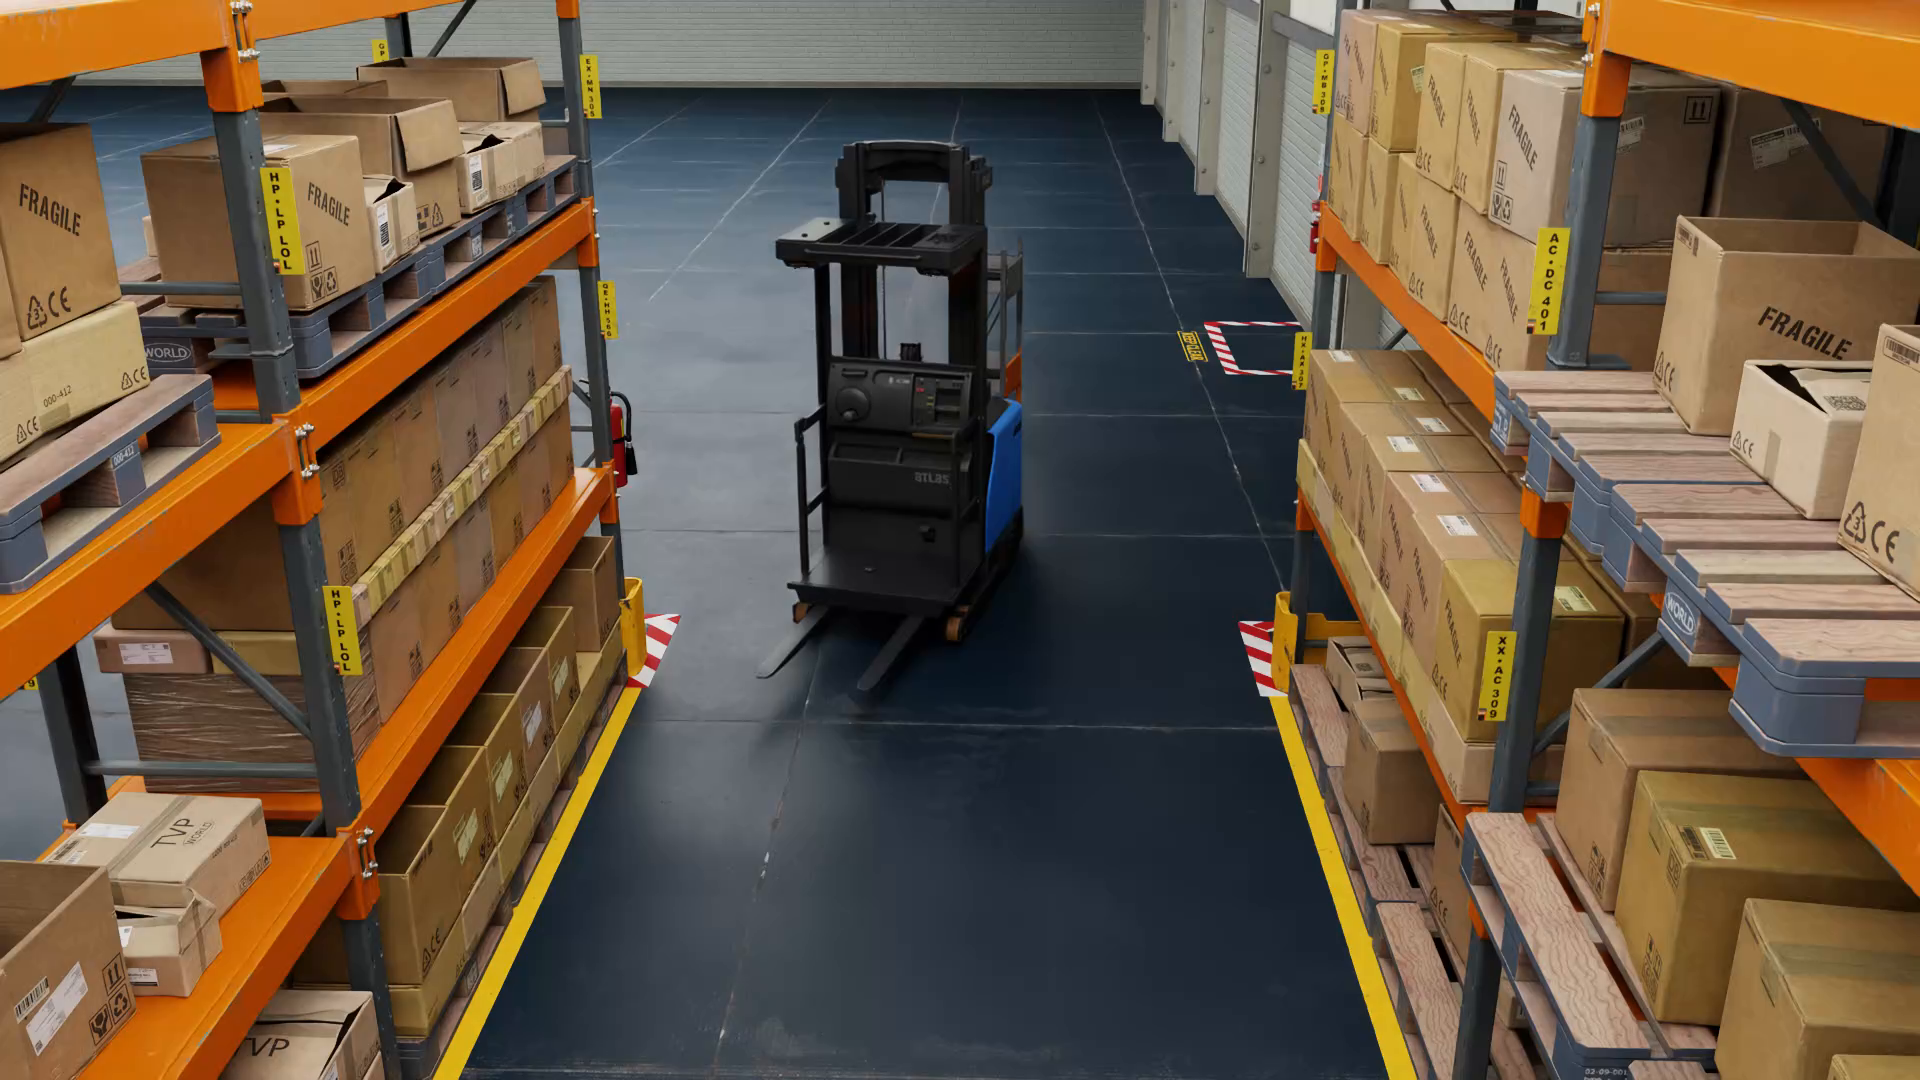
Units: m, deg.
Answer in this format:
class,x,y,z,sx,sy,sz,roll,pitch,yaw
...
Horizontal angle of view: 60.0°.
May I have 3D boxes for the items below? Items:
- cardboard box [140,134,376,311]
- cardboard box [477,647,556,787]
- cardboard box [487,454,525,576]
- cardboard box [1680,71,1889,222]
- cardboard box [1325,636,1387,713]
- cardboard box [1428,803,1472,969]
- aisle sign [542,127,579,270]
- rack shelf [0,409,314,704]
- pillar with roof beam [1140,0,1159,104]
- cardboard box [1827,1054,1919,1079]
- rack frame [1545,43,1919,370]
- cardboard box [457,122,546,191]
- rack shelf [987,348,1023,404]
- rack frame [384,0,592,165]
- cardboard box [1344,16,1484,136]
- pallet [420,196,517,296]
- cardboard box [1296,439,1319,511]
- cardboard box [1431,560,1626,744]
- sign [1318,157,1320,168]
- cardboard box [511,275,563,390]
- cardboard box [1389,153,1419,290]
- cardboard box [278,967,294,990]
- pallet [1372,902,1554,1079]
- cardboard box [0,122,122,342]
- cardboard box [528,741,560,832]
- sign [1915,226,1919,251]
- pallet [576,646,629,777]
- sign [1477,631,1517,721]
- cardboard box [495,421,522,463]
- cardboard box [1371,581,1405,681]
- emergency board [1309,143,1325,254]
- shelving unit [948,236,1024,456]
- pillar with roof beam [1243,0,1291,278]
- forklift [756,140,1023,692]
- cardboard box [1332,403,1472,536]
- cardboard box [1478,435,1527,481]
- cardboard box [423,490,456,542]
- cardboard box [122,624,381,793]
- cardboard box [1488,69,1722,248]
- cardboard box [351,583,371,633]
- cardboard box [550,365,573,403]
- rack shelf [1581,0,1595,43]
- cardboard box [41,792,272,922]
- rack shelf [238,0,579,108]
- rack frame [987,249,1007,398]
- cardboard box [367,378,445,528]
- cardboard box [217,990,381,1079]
class,x,y,z,sx,sy,sz,roll,pitch,yaw
cardboard box,-2.346,-1.078,5.602,0.500,0.500,0.500,2,21,6
cardboard box,-2.254,0.837,7.909,0.500,0.500,0.500,1,21,2
cardboard box,-2.562,-0.148,8.125,0.700,0.500,0.500,1,21,2
cardboard box,2.628,-1.234,5.369,0.500,0.500,0.500,1,21,3
cardboard box,2.338,0.712,9.157,0.500,0.311,0.500,-2,21,-4
cardboard box,2.319,1.445,7.006,0.500,0.500,0.500,-1,21,-2
aisle sign,-2.207,-1.872,9.112,0.394,0.787,0.004,1,21,2
rack shelf,-2.685,0.467,3.526,1.077,0.370,4.000,1,21,2
pillar with roof beam,-0.098,-14.015,35.708,9.100,9.000,0.400,1,21,2
cardboard box,2.225,1.434,3.440,0.700,0.500,0.500,1,21,2
rack frame,2.327,-1.937,4.580,1.000,3.000,0.127,1,21,2
cardboard box,-2.274,-1.810,7.832,0.500,0.250,0.500,1,21,2
rack shelf,0.186,-1.085,11.961,0.431,0.518,0.480,6,22,14
rack frame,-2.503,-3.436,8.445,1.000,3.000,0.127,1,21,2
cardboard box,2.129,-2.189,7.829,0.500,0.500,0.500,0,21,1
pallet,-2.584,-1.299,7.205,1.003,0.211,1.213,1,21,2
cardboard box,2.117,-0.353,8.971,0.500,0.250,0.500,0,21,0
cardboard box,2.032,0.397,6.002,0.500,0.500,0.500,1,21,1
sign,3.699,-3.847,17.015,0.001,0.109,0.331,1,21,2
cardboard box,-2.531,-1.103,8.793,0.700,0.500,0.500,1,21,2
cardboard box,2.130,-1.347,7.041,0.500,0.500,0.500,2,21,5
cardboard box,-2.829,1.723,6.662,0.500,0.250,0.500,1,21,2
pallet,2.312,1.917,6.797,1.003,0.211,1.213,1,21,2
cardboard box,-2.683,-0.844,4.502,0.500,0.500,0.500,1,21,2
cardboard box,-2.257,1.187,8.045,0.500,0.250,0.500,1,21,2
sign,2.882,-0.958,4.946,0.100,0.325,0.005,1,21,2
pallet,-2.484,0.938,9.320,1.003,0.211,1.213,1,21,2
sign,1.785,0.453,5.517,0.100,0.325,0.005,1,21,2
cardboard box,-2.356,-0.475,8.072,0.380,0.149,0.250,1,21,3
cardboard box,2.062,0.384,7.072,0.500,0.250,0.500,1,21,1
emergency board,3.588,-3.386,16.609,0.194,1.169,0.643,1,21,2
shelving unit,0.186,-1.098,11.956,0.431,2.100,0.503,6,22,14
pillar with roof beam,-0.646,-7.506,18.935,9.100,9.000,0.400,1,21,2
forklift,-0.435,-0.879,10.244,1.130,2.935,3.031,6,22,14
cardboard box,2.087,-0.340,7.903,0.500,0.500,0.500,0,21,0
cardboard box,2.595,-0.151,7.415,0.500,0.500,0.500,1,21,2
cardboard box,-2.388,-0.103,7.113,0.380,0.149,0.250,0,21,0
cardboard box,-2.617,0.600,6.198,0.700,0.500,0.500,0,21,0
cardboard box,2.071,-1.244,5.395,0.500,0.500,0.500,-1,21,-3
cardboard box,-2.415,0.272,6.146,0.380,0.149,0.250,1,21,2
cardboard box,-2.324,-0.848,9.033,0.380,0.149,0.250,0,21,1
rack shelf,2.388,-2.323,6.575,1.077,0.370,4.000,1,21,2
cardboard box,-2.596,1.055,5.369,0.500,0.250,0.500,2,21,5
rack shelf,-2.564,-2.191,6.783,1.077,0.370,4.000,1,21,2
rack frame,0.122,-1.013,11.737,0.400,2.100,0.015,6,22,14
cardboard box,-2.587,-0.369,6.901,0.700,0.500,0.500,1,21,2
cardboard box,-2.350,1.781,5.737,0.500,0.311,0.500,1,21,2
